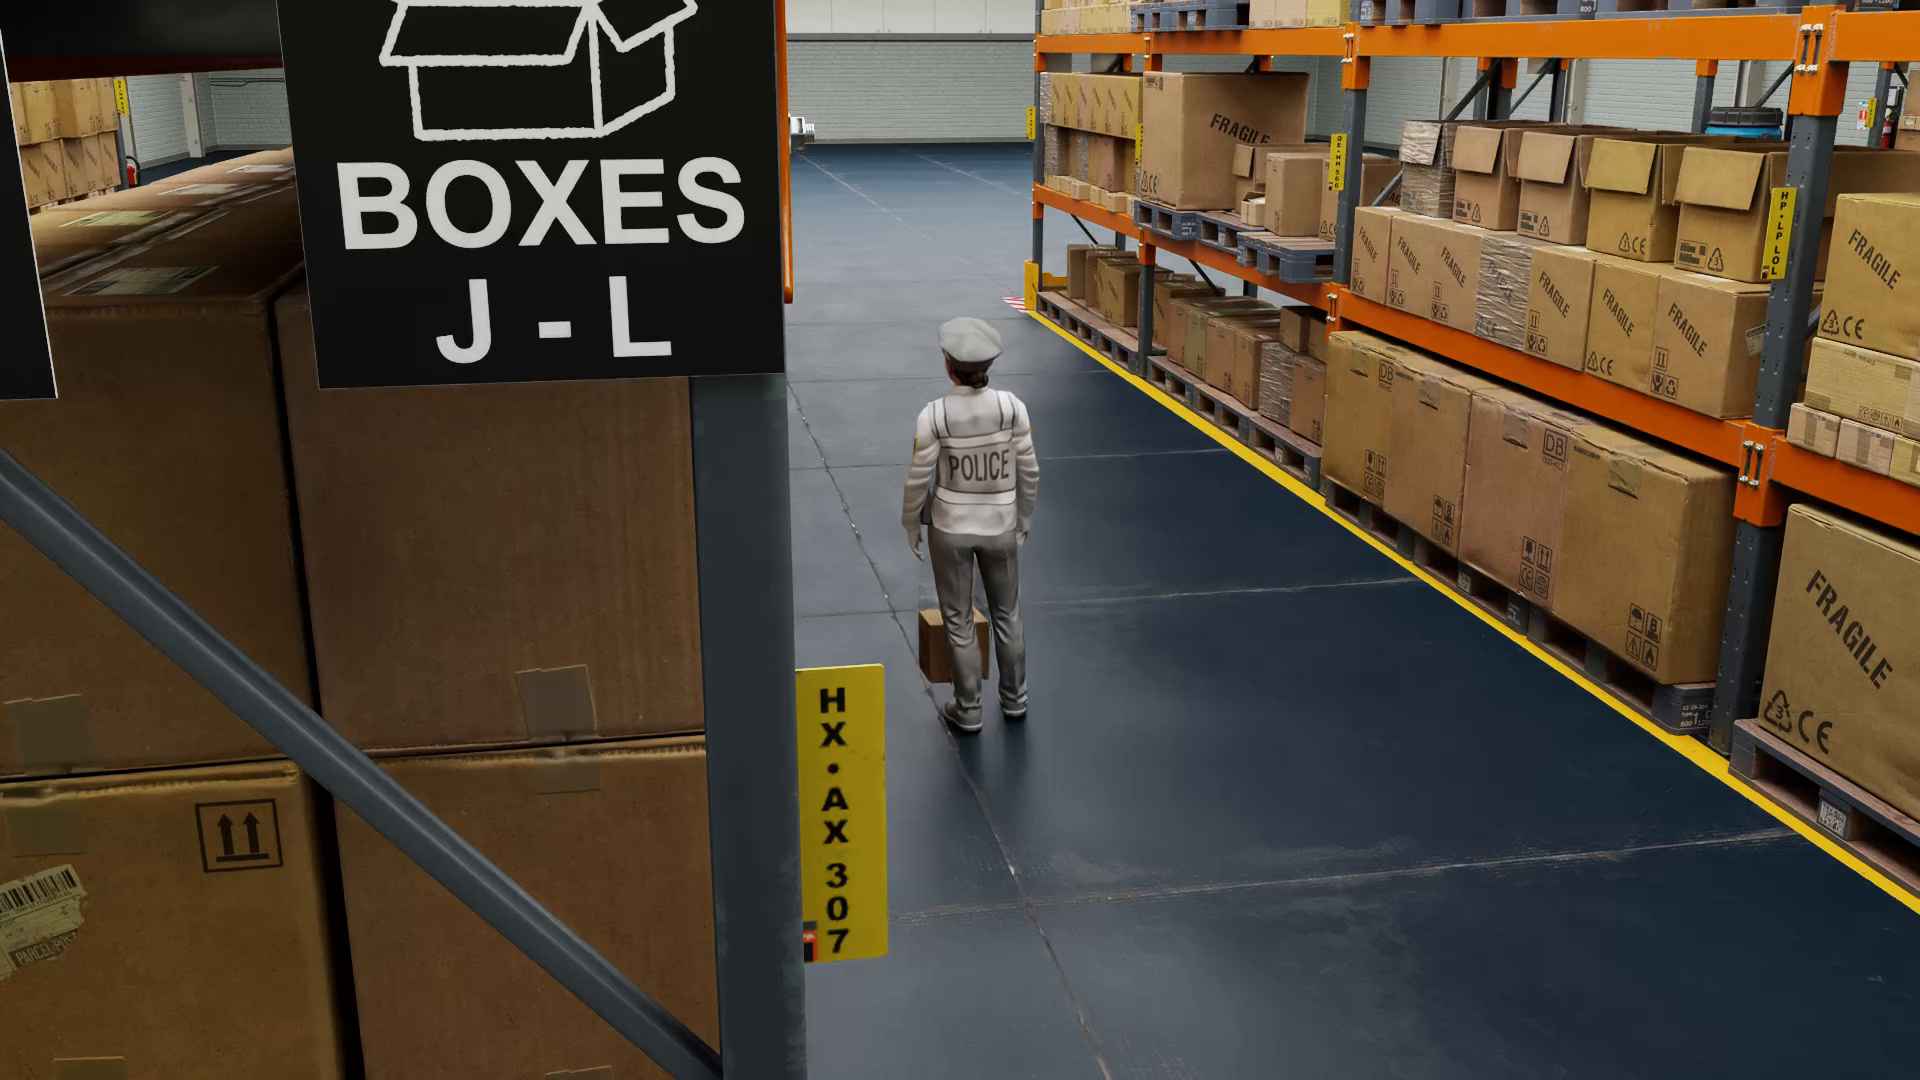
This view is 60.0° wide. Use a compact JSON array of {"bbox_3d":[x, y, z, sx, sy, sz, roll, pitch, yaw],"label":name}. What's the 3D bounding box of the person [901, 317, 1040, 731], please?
[{"bbox_3d":[0.043,-0.059,6.644,0.568,1.696,0.539,-3,17,-11],"label":"person"}]
